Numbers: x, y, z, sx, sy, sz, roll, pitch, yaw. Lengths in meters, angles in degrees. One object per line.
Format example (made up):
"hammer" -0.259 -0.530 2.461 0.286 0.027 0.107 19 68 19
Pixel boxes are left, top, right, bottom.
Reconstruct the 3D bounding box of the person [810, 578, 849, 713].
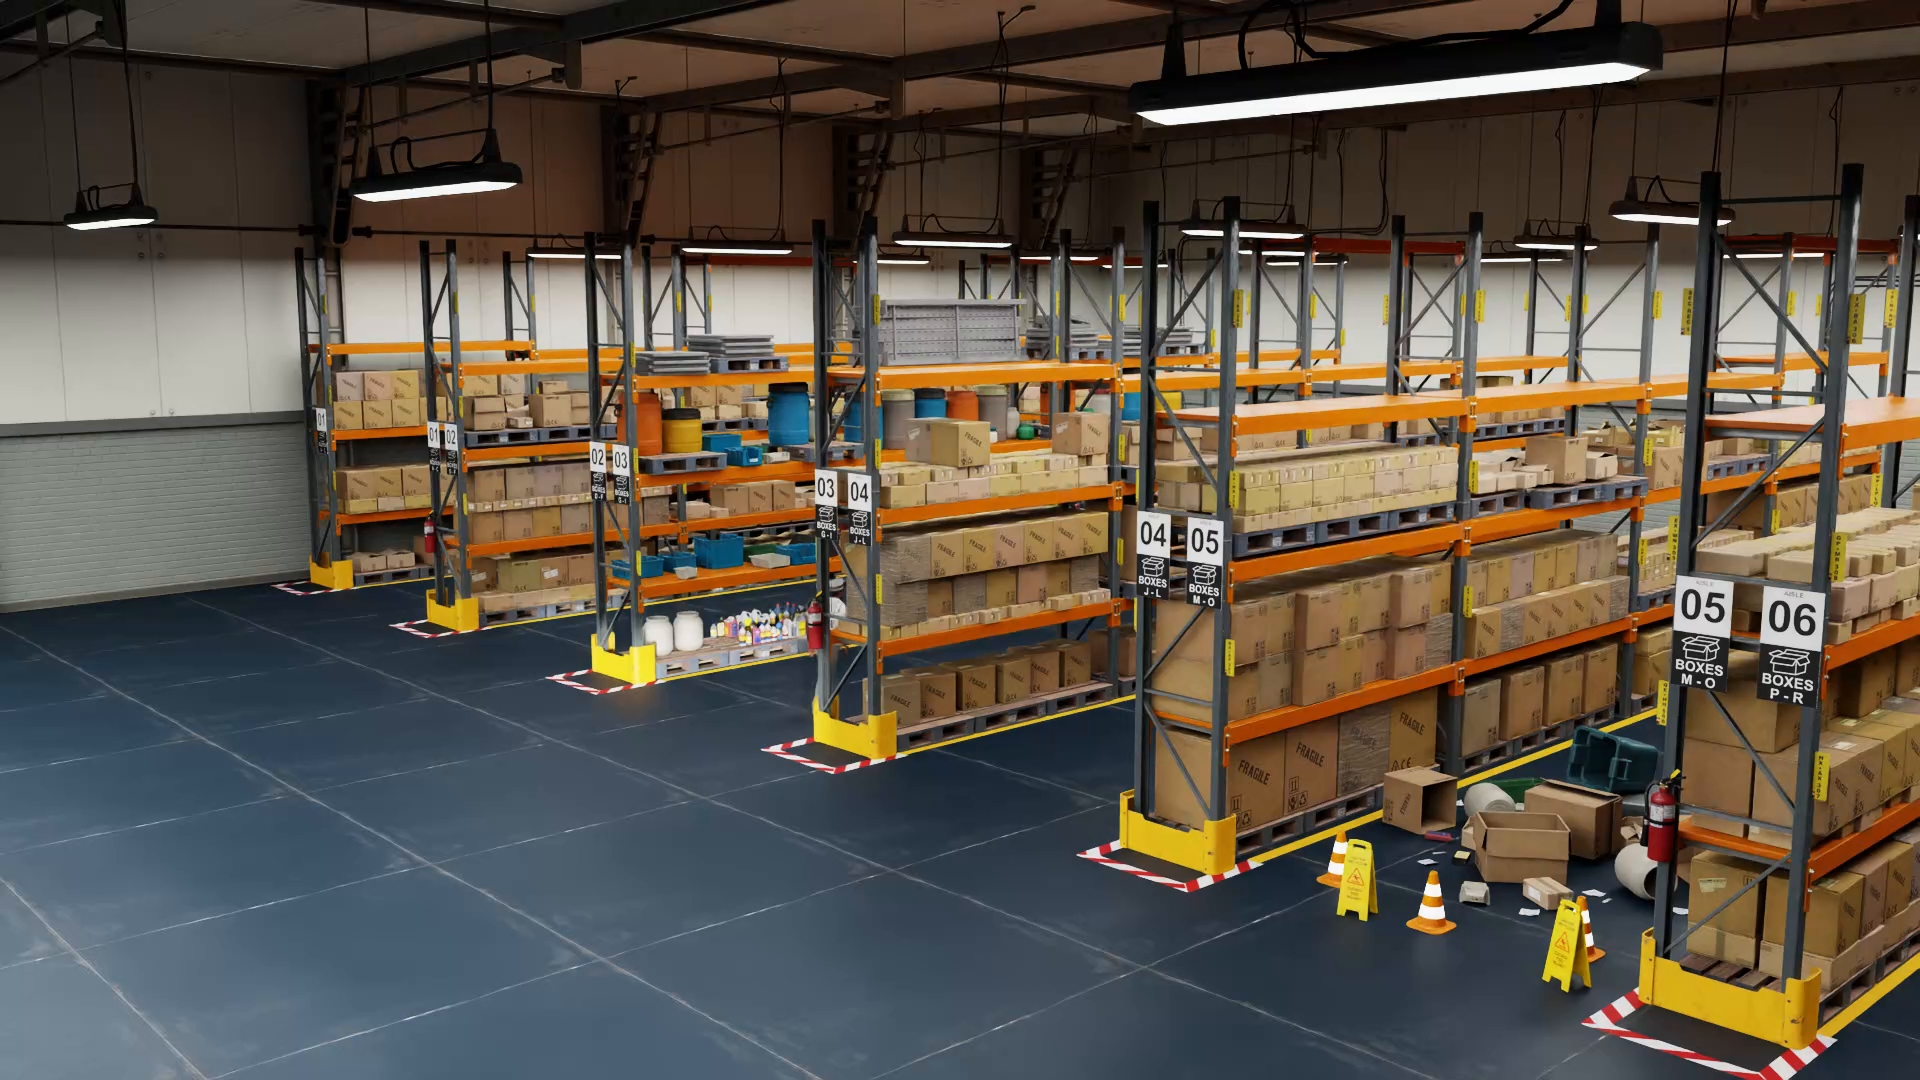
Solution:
"person" -1.619 1.349 20.687 0.462 1.718 0.597 8 11 42
